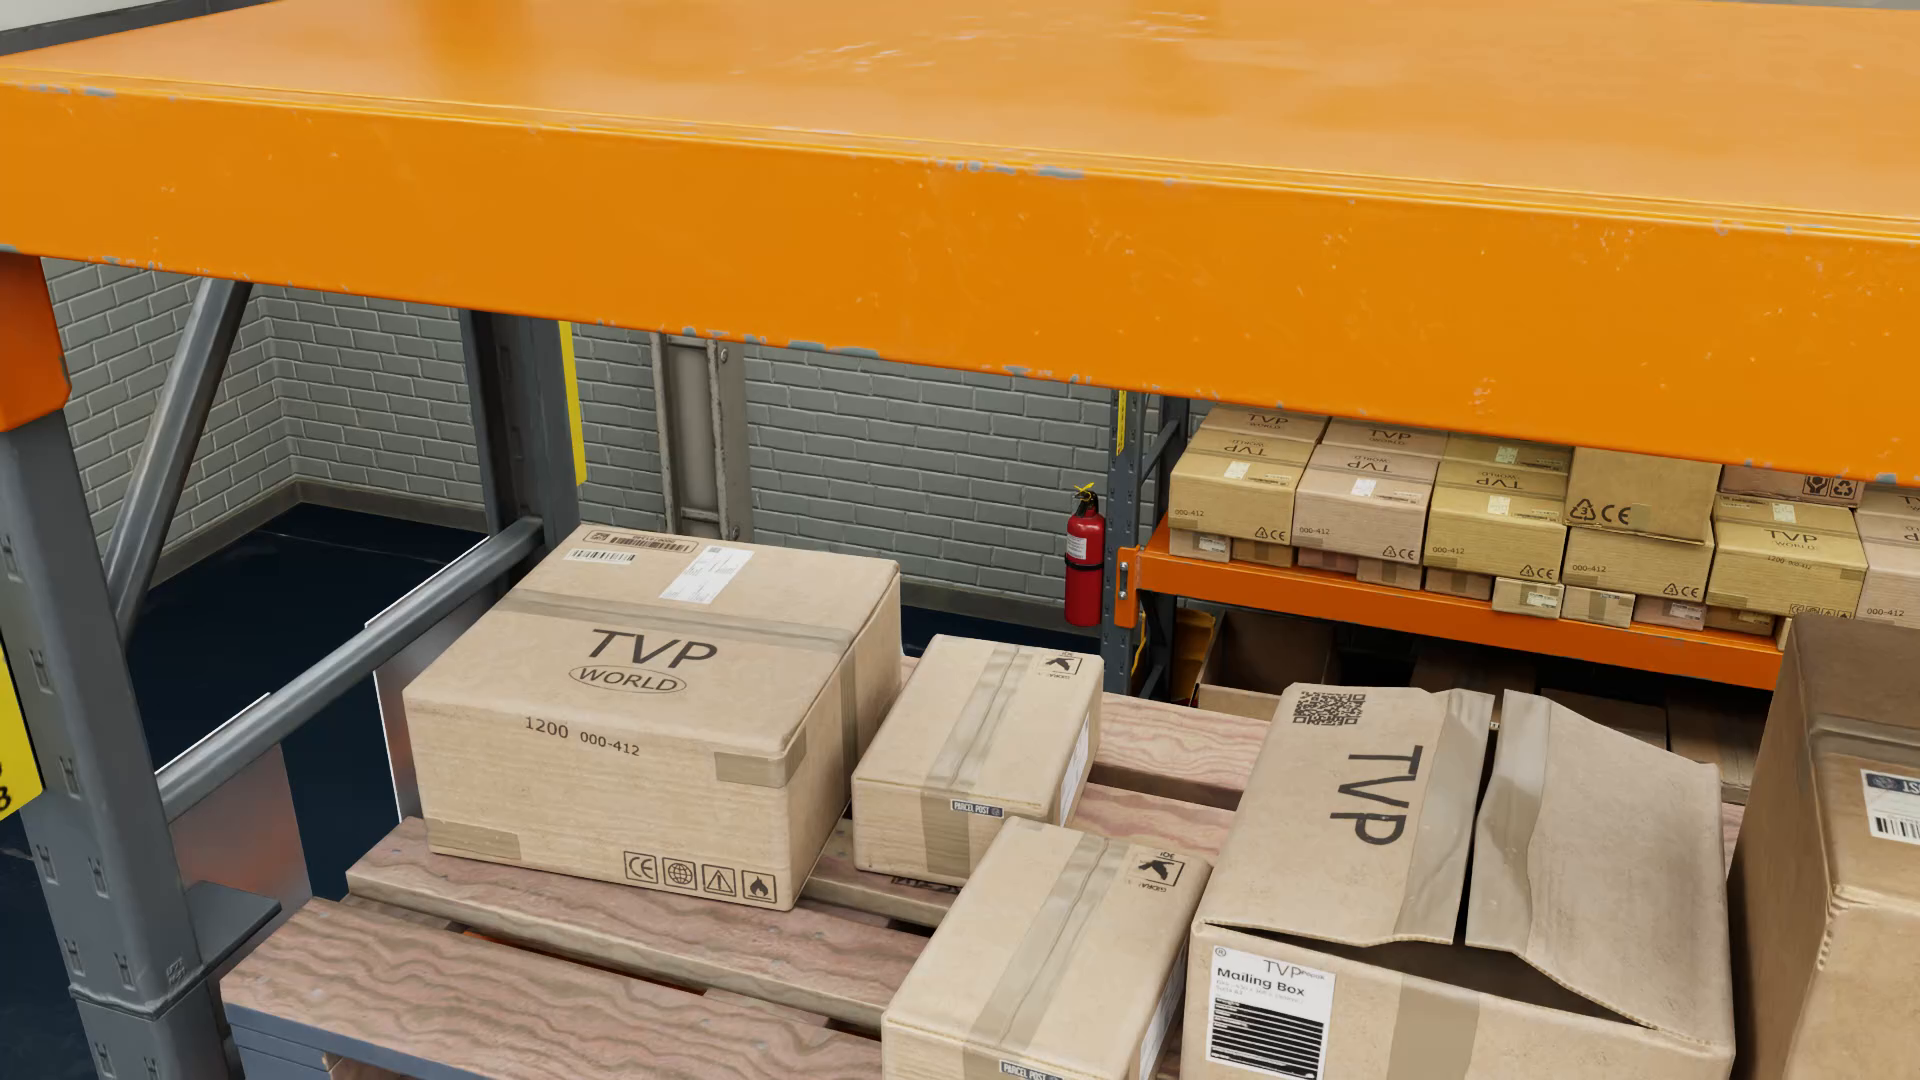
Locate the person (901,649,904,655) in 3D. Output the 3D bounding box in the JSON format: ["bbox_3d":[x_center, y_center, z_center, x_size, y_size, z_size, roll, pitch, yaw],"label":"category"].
[{"bbox_3d":[-0.523,0.738,7.310,0.532,1.041,0.841,9,27,17],"label":"person"}]
